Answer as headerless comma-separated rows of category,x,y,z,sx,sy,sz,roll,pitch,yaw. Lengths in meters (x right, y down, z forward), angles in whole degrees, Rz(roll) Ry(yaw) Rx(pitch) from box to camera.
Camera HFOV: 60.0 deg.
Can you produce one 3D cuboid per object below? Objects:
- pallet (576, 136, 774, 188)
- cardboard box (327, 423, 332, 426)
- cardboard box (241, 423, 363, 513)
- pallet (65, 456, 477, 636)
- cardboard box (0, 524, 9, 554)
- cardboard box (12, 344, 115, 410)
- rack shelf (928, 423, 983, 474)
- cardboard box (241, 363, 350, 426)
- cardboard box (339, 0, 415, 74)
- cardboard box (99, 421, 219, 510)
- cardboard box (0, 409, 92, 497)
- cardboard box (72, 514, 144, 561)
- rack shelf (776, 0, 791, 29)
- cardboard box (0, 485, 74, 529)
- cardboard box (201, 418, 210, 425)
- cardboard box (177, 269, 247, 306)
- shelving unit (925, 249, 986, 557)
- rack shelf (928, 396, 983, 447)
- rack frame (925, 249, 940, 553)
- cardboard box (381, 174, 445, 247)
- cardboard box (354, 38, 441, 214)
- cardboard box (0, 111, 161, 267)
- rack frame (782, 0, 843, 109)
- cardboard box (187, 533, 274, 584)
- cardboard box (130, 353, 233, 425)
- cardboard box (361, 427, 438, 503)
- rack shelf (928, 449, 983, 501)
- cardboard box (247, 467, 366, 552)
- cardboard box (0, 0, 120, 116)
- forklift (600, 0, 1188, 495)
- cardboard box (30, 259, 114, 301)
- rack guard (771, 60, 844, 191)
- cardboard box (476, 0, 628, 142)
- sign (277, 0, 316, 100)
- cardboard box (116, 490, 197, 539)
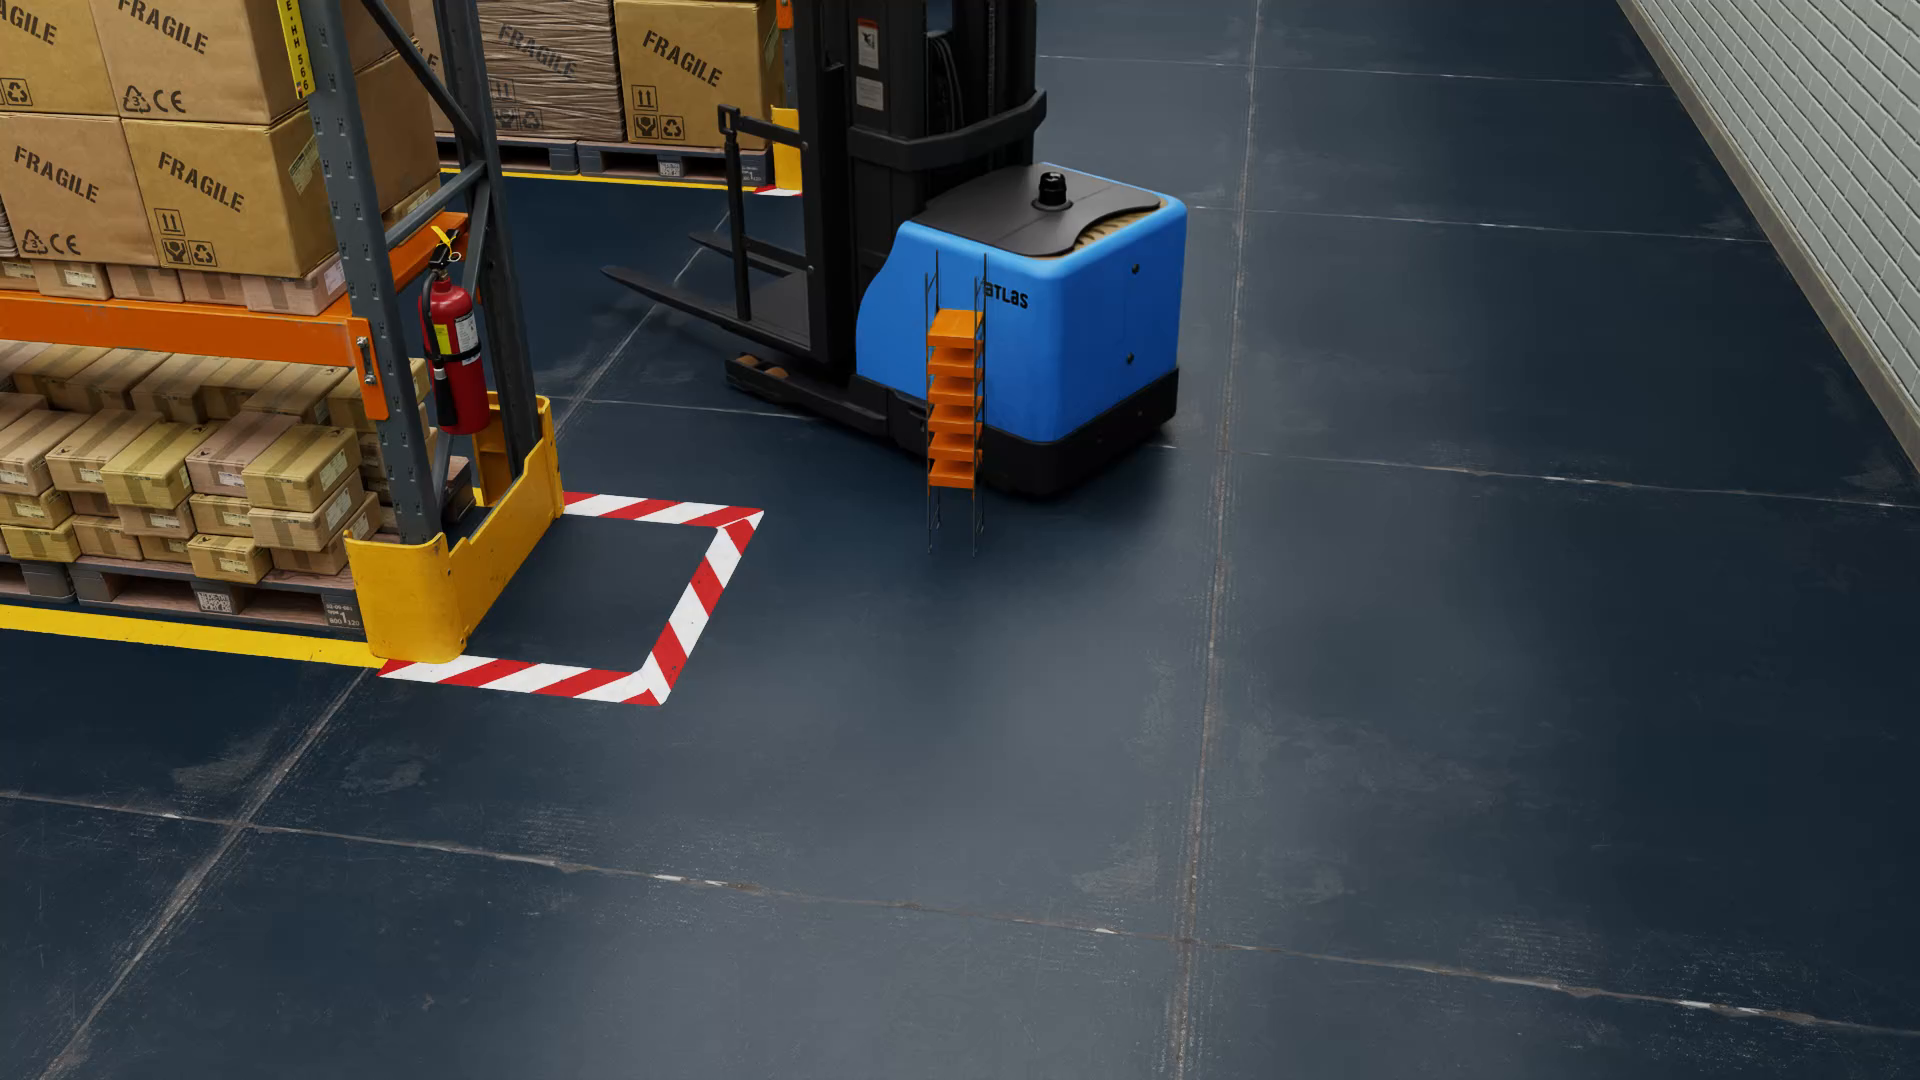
pallet,-1.703,-2.564,10.647,1.213,0.211,1.003,5,32,8
cardboard box,-2.569,-0.461,6.670,0.250,0.149,0.380,5,32,8
cardboard box,-2.400,-0.267,6.079,0.250,0.149,0.380,6,32,9
pallet,-2.705,-0.046,6.625,1.213,0.211,1.003,5,32,8
cardboard box,-3.679,-0.117,6.400,0.250,0.149,0.380,6,33,9
cardboard box,-3.595,-0.684,6.745,0.250,0.149,0.380,6,32,9
rack shelf,-0.014,-0.370,6.521,0.180,0.103,0.258,5,32,8
cardboard box,-2.587,-0.538,6.513,0.250,0.149,0.380,6,33,9
cardboard box,-2.233,-1.901,5.644,0.500,0.500,0.500,5,32,8
cardboard box,-2.915,-0.276,6.094,0.250,0.149,0.380,4,32,7
cardboard box,-3.433,-0.327,6.176,0.250,0.149,0.380,6,33,10
cardboard box,-3.151,-0.092,6.360,0.250,0.149,0.380,5,32,9
rack shelf,-2.873,-3.589,10.335,4.000,0.370,1.077,5,32,8
cardboard box,-3.429,-0.209,6.267,0.250,0.149,0.380,6,32,9
cardboard box,-3.060,-0.516,6.758,0.250,0.149,0.380,6,33,10
cardboard box,-2.443,-0.947,5.672,0.250,0.149,0.380,5,32,8
shelving unit,-0.014,-0.510,6.434,0.189,1.200,0.258,5,32,8
rack shelf,-0.014,-0.472,6.457,0.180,0.103,0.258,5,32,8
rack frame,-0.104,-0.518,6.447,0.006,1.200,0.240,5,32,8
cardboard box,-2.100,-1.224,6.115,0.250,0.149,0.380,5,32,8
cardboard box,-2.231,-1.483,5.918,0.500,0.500,0.500,7,33,11
cardboard box,-2.829,-1.253,5.550,0.500,0.500,0.500,5,32,7
rack frame,-0.901,-3.715,9.859,0.127,3.000,1.000,5,32,8
cardboard box,-2.660,-0.008,6.226,0.250,0.149,0.380,6,33,10
cardboard box,-3.072,-0.607,6.622,0.250,0.149,0.380,4,32,6
cardboard box,-2.298,-0.314,6.716,0.250,0.149,0.380,6,33,9
rack shelf,-0.014,-0.269,6.585,0.180,0.103,0.258,5,32,8
cardboard box,-2.404,-0.124,6.131,0.250,0.149,0.380,4,32,7
cardboard box,-2.828,-1.679,5.288,0.500,0.500,0.500,4,32,7
forklift,-0.478,-2.073,7.299,3.031,2.935,1.130,24,39,33
cardboard box,-2.948,-0.972,5.712,0.250,0.149,0.380,6,33,10
rack guard,-0.878,-2.654,10.518,0.348,0.500,1.175,5,32,8
cardboard box,-2.443,-3.089,10.465,0.875,0.875,0.875,5,32,8
sign,-1.949,-1.467,4.877,0.005,0.325,0.100,5,32,8
cardboard box,-2.916,-0.169,6.204,0.250,0.149,0.380,4,32,6
